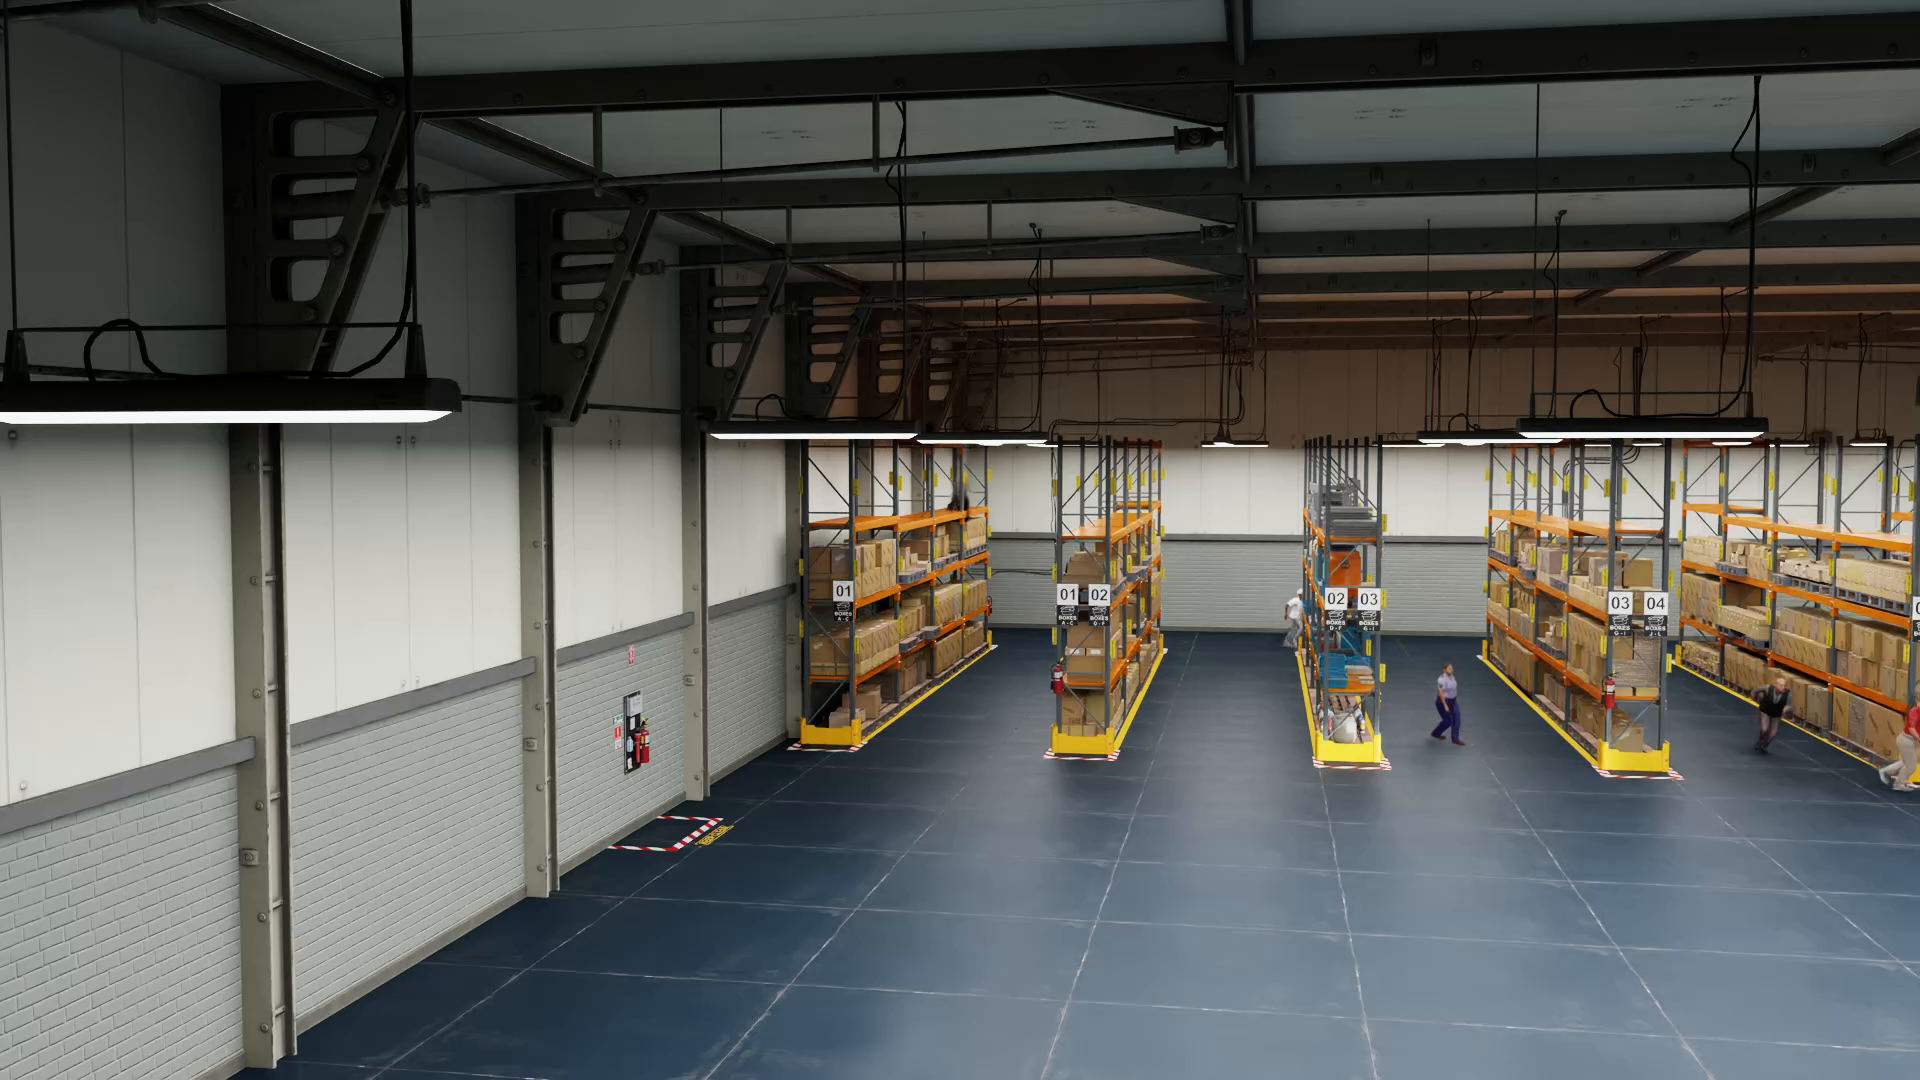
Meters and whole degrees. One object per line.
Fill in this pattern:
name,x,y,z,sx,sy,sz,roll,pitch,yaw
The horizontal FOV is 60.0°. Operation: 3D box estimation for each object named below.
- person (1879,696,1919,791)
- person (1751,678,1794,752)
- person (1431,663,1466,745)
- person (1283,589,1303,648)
person,15.835,3.390,27.833,0.784,1.639,0.641,2,4,34
person,15.227,3.286,31.119,0.627,1.481,1.009,1,3,13
person,9.529,3.209,32.428,0.637,1.531,0.735,-2,4,-35
person,9.768,2.251,47.902,0.991,1.694,0.660,2,4,34
